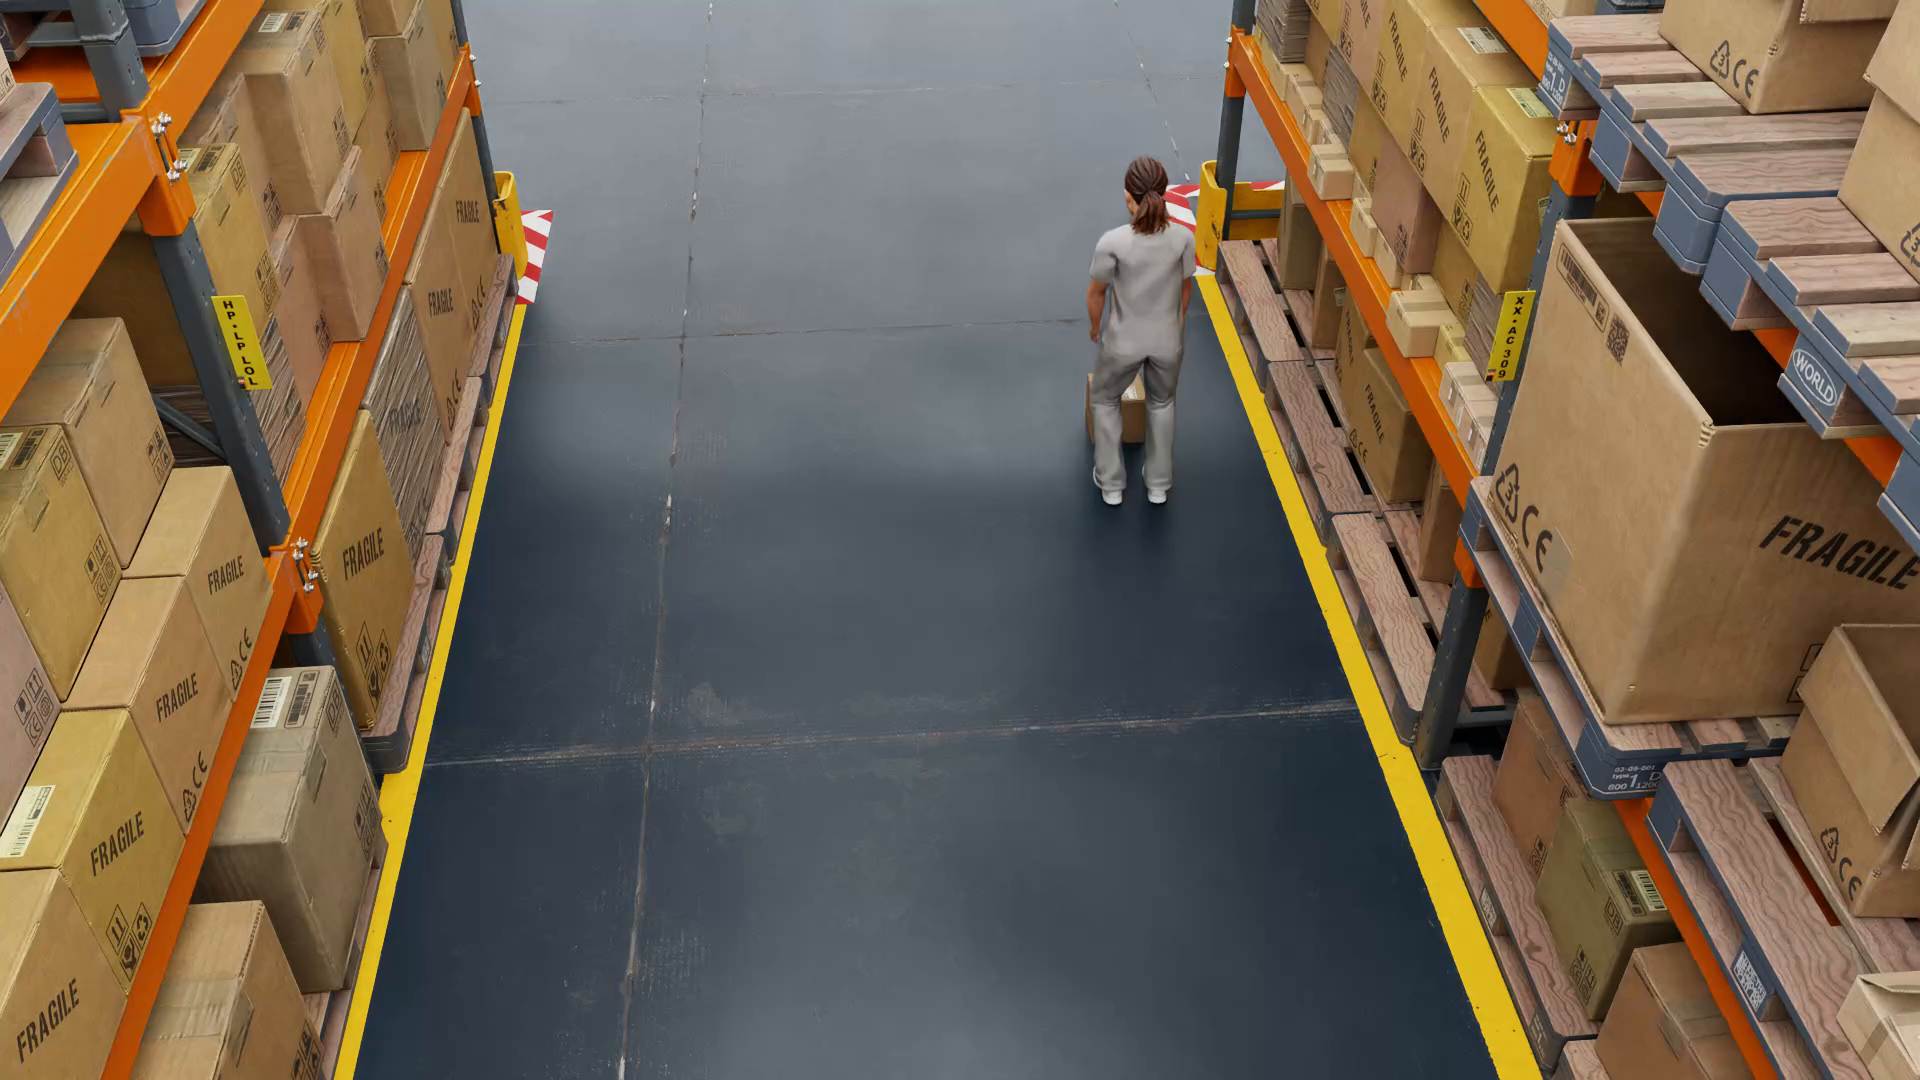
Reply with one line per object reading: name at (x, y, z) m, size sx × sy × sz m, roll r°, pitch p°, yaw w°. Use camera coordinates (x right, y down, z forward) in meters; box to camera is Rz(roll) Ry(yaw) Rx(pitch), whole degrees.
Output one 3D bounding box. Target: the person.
person at (0.772, -0.881, 7.271) m, size 0.458 × 1.637 × 0.370 m, roll -2°, pitch 39°, yaw -3°
